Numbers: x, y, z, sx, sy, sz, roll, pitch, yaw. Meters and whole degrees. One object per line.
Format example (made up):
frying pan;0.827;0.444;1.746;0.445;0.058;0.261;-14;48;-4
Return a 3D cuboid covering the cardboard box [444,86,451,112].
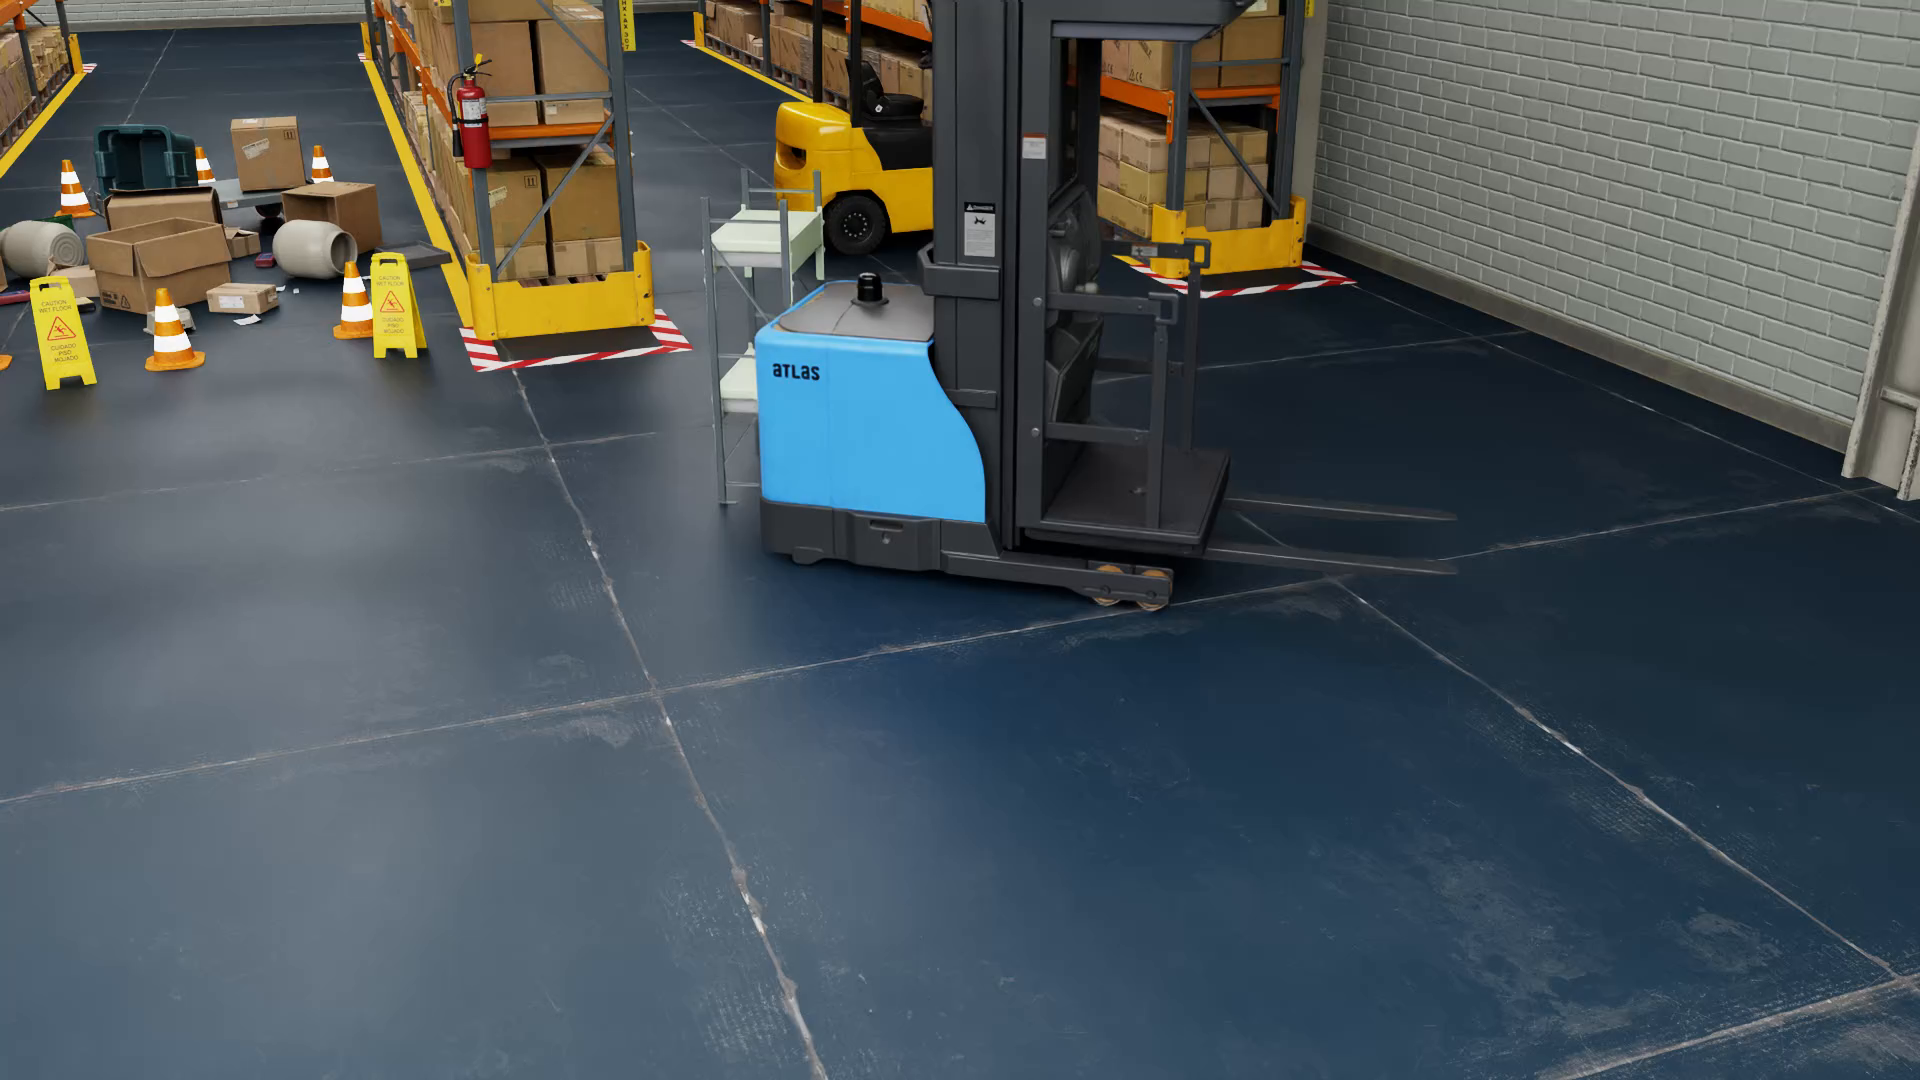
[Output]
cardboard box;-3.335;-3.042;11.429;0.380;0.149;0.250;-8;24;-18

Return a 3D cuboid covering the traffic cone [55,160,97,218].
traffic cone;-7.689;-3.052;14.395;0.336;0.463;0.334;-8;24;-19

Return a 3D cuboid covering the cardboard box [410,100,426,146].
cardboard box;-4.988;-4.205;16.707;0.950;0.372;0.625;-9;24;-20

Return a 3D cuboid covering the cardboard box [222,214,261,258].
cardboard box;-5.753;-2.392;13.083;0.396;0.266;0.258;12;26;27

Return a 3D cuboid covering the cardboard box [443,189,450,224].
cardboard box;-3.878;-2.725;13.353;0.500;0.250;0.500;-7;24;-16

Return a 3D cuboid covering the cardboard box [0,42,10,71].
cardboard box;-10.586;-5.206;17.952;0.500;0.250;0.500;-9;25;-21

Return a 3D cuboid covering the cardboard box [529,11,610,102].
cardboard box;-2.528;-3.182;10.927;0.500;0.500;0.500;-9;24;-20

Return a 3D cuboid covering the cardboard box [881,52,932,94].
cardboard box;-0.358;-5.013;18.298;0.875;0.625;0.625;-8;24;-17

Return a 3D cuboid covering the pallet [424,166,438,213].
pallet;-4.310;-3.240;15.166;1.003;0.211;1.213;-8;24;-19

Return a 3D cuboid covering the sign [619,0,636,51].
sign;-2.113;-3.262;10.514;0.100;0.325;0.005;-8;24;-19

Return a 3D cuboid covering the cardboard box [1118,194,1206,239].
cardboard box;1.561;-2.525;12.879;0.500;0.250;0.500;-8;24;-19

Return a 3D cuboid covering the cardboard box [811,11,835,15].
cardboard box;-1.817;-7.078;22.524;0.380;0.149;0.250;-9;25;-21

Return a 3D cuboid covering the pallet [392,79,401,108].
pallet;-6.516;-5.594;20.751;1.003;0.211;1.213;-8;24;-19

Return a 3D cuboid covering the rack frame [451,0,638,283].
rack frame;-2.620;-2.789;10.505;1.000;3.000;0.127;-8;24;-19

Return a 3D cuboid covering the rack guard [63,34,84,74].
rack guard;-12.841;-6.707;23.020;1.175;0.500;0.348;-8;24;-19

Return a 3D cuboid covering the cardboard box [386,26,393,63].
cardboard box;-7.298;-6.730;22.614;0.875;0.438;0.875;-9;25;-21

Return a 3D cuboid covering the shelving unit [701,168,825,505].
shelving unit;-0.937;-1.005;8.203;0.431;1.500;0.755;3;23;7

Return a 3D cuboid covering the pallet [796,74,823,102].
pallet;-1.460;-5.812;21.268;1.003;0.211;1.213;-8;24;-19

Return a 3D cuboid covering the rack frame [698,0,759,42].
rack frame;-3.630;-9.285;25.917;1.000;3.000;0.127;-8;24;-19

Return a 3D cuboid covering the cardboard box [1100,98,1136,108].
cardboard box;1.508;-3.611;14.167;0.500;0.250;0.500;-9;24;-20

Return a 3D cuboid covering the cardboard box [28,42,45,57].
cardboard box;-11.687;-6.130;20.795;0.380;0.149;0.250;-8;24;-18

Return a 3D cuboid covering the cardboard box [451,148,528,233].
cardboard box;-3.335;-2.506;11.867;0.500;0.500;0.500;-7;24;-17

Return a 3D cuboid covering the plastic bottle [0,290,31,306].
plastic bottle;-6.661;-1.714;11.737;0.283;0.061;0.133;-18;29;-37

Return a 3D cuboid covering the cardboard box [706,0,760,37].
cardboard box;-3.503;-8.093;25.763;0.797;0.503;0.637;-9;25;-21

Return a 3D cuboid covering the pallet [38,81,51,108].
pallet;-11.725;-5.388;20.261;1.003;0.211;1.213;-8;24;-19

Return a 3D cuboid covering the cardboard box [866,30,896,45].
cardboard box;-0.928;-6.131;20.276;0.380;0.149;0.250;-8;24;-18

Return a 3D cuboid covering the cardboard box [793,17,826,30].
cardboard box;-1.958;-6.726;21.688;0.380;0.149;0.250;-9;24;-20

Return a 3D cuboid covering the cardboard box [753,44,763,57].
cardboard box;-2.689;-6.874;23.326;0.380;0.149;0.250;-9;25;-21

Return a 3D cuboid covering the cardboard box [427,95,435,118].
cardboard box;-4.089;-3.508;13.410;0.380;0.149;0.250;-8;24;-18

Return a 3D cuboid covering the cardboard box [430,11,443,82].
cardboard box;-3.416;-3.496;11.672;0.500;0.500;0.500;-8;24;-19

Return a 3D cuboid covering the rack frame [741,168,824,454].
rack frame;-0.889;-1.146;8.537;0.400;1.500;0.023;3;23;7

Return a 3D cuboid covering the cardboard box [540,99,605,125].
cardboard box;-2.546;-2.825;10.914;0.380;0.149;0.250;-8;24;-19

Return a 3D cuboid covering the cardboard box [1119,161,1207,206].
cardboard box;1.558;-2.762;12.797;0.500;0.250;0.500;-9;24;-20

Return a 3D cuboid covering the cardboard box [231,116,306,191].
cardboard box;-5.688;-3.184;13.687;0.500;0.500;0.500;-8;24;-19

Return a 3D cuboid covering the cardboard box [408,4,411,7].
cardboard box;-4.587;-4.935;14.545;0.500;0.500;0.500;-8;24;-19

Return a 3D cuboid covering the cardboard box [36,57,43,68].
cardboard box;-11.744;-5.991;20.848;0.380;0.149;0.250;-7;24;-17

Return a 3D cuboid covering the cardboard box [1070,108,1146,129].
cardboard box;1.194;-3.350;13.548;0.500;0.250;0.500;-8;24;-18

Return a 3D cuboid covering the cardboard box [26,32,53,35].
cardboard box;-12.166;-6.604;21.921;0.380;0.149;0.250;-9;25;-21

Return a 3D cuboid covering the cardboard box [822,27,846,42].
cardboard box;-1.532;-6.253;20.566;0.380;0.149;0.250;-9;24;-20

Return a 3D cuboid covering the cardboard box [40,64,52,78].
cardboard box;-11.779;-5.955;21.148;0.380;0.149;0.250;-9;24;-20

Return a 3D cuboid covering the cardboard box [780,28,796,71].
cardboard box;-2.059;-6.474;21.927;0.500;0.500;0.500;-9;24;-20

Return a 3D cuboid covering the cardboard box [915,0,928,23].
cardboard box;-0.143;-5.369;16.821;0.500;0.250;0.500;-8;24;-19

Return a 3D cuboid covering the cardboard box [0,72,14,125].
cardboard box;-10.419;-4.682;17.673;0.500;0.500;0.500;-9;24;-20

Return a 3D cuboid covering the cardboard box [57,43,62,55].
cardboard box;-12.229;-6.562;22.205;0.380;0.149;0.250;-9;25;-21

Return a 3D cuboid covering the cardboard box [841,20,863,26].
cardboard box;-1.320;-6.614;21.422;0.380;0.149;0.250;-8;24;-18

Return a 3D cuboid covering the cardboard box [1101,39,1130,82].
cardboard box;1.428;-3.850;12.894;0.500;0.500;0.500;-8;24;-17

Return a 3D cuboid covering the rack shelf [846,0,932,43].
rack shelf;-0.097;-5.320;17.436;1.077;0.370;4.000;-8;24;-19

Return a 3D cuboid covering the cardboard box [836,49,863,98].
cardboard box;-1.154;-5.544;19.719;0.500;0.500;0.500;-8;24;-17

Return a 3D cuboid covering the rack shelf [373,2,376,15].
rack shelf;-7.566;-7.544;22.714;1.077;0.370;4.000;-8;24;-19

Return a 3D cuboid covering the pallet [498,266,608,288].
pallet;-2.901;-1.832;11.824;1.003;0.211;1.213;-8;24;-19

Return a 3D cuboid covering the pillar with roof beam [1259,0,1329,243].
pillar with roof beam;-1.408;-6.022;10.451;9.100;9.000;0.400;-8;24;-19

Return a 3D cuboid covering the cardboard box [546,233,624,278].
cardboard box;-2.646;-2.047;11.743;0.500;0.250;0.500;-9;24;-19

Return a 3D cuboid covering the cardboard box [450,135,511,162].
cardboard box;-3.340;-2.739;11.586;0.380;0.149;0.250;-8;24;-17

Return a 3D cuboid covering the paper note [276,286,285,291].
paper note;-4.976;-1.815;12.032;0.148;0.019;0.142;0;23;-1

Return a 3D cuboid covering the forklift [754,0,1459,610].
forklift;0.676;-1.282;7.019;3.031;2.935;1.130;6;24;14
